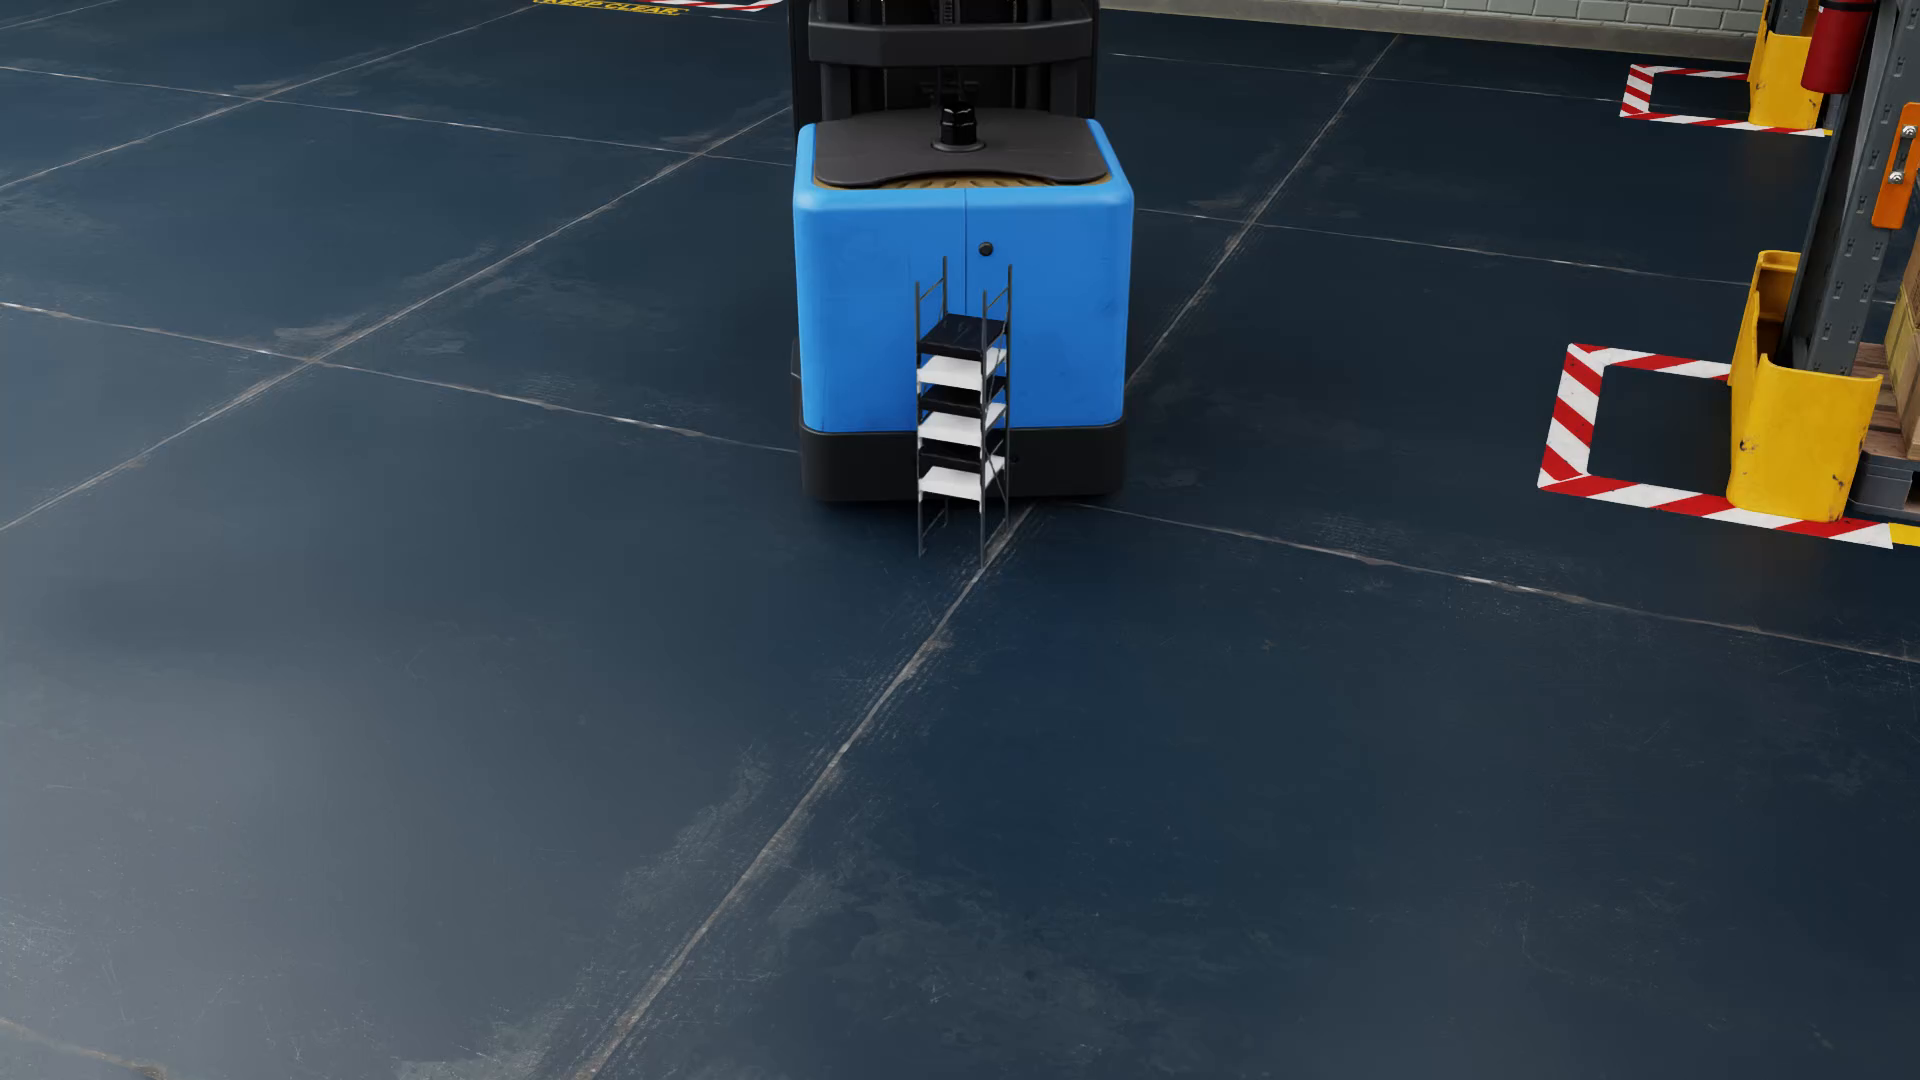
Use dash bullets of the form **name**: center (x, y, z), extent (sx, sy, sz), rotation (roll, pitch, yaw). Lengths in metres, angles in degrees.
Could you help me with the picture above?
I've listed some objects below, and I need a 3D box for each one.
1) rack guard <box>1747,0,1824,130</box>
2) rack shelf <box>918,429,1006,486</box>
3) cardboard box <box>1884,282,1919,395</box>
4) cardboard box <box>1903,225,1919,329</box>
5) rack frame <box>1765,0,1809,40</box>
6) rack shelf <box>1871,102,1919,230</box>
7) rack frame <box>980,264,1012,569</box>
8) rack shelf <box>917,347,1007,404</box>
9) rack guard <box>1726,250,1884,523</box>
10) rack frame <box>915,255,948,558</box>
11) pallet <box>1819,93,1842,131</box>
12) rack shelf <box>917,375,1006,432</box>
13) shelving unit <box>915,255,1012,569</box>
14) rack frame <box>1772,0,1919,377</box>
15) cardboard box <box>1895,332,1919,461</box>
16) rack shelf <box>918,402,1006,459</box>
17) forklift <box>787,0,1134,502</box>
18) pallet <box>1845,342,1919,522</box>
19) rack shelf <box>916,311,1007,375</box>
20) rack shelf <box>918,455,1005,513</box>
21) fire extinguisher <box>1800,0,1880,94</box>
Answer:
- **rack guard**: center (4.840, -2.801, 9.698), extent (0.348, 0.500, 1.175), rotation (11, 31, 19)
- **rack shelf**: center (0.012, -0.267, 5.059), extent (0.200, 0.077, 0.258), rotation (10, 31, 18)
- **cardboard box**: center (3.518, -0.665, 5.746), extent (0.500, 0.250, 0.500), rotation (11, 31, 19)
- **cardboard box**: center (3.519, -0.993, 5.563), extent (0.500, 0.500, 0.500), rotation (11, 31, 19)
- **rack frame**: center (4.769, -3.903, 9.107), extent (0.127, 3.000, 1.000), rotation (11, 31, 19)
- **rack shelf**: center (4.764, -0.961, 4.632), extent (4.000, 0.370, 1.077), rotation (11, 31, 19)
- **rack frame**: center (0.107, -0.357, 4.967), extent (0.006, 0.900, 0.240), rotation (10, 31, 18)
- **rack shelf**: center (0.012, -0.502, 4.926), extent (0.200, 0.077, 0.258), rotation (10, 31, 18)
- **rack guard**: center (2.888, -0.560, 5.733), extent (0.348, 0.500, 1.175), rotation (11, 31, 19)
- **rack frame**: center (-0.083, -0.392, 5.029), extent (0.006, 0.900, 0.240), rotation (10, 31, 18)
- **pallet**: center (5.579, -2.509, 9.474), extent (1.213, 0.211, 1.003), rotation (11, 31, 19)
- **rack shelf**: center (0.012, -0.424, 4.970), extent (0.200, 0.077, 0.258), rotation (10, 31, 18)
- **shelving unit**: center (0.012, -0.375, 4.998), extent (0.210, 0.900, 0.258), rotation (10, 31, 18)
- **rack frame**: center (2.910, -1.644, 5.110), extent (0.127, 3.000, 1.000), rotation (11, 31, 19)
- **cardboard box**: center (3.324, -0.429, 5.328), extent (0.500, 0.250, 0.500), rotation (11, 31, 19)
- **rack shelf**: center (0.012, -0.346, 5.015), extent (0.200, 0.077, 0.258), rotation (10, 31, 18)
- **forklift**: center (-0.073, -2.090, 5.969), extent (1.130, 2.935, 3.031), rotation (-2, 30, -3)
- **pallet**: center (3.635, -0.308, 5.580), extent (1.213, 0.211, 1.003), rotation (11, 31, 19)
- **rack shelf**: center (0.012, -0.581, 4.882), extent (0.200, 0.077, 0.258), rotation (10, 31, 18)
- **rack shelf**: center (0.012, -0.189, 5.103), extent (0.200, 0.077, 0.258), rotation (10, 31, 18)
- **fire extinguisher**: center (2.976, -1.844, 5.543), extent (0.183, 0.674, 0.296), rotation (11, 31, 19)
